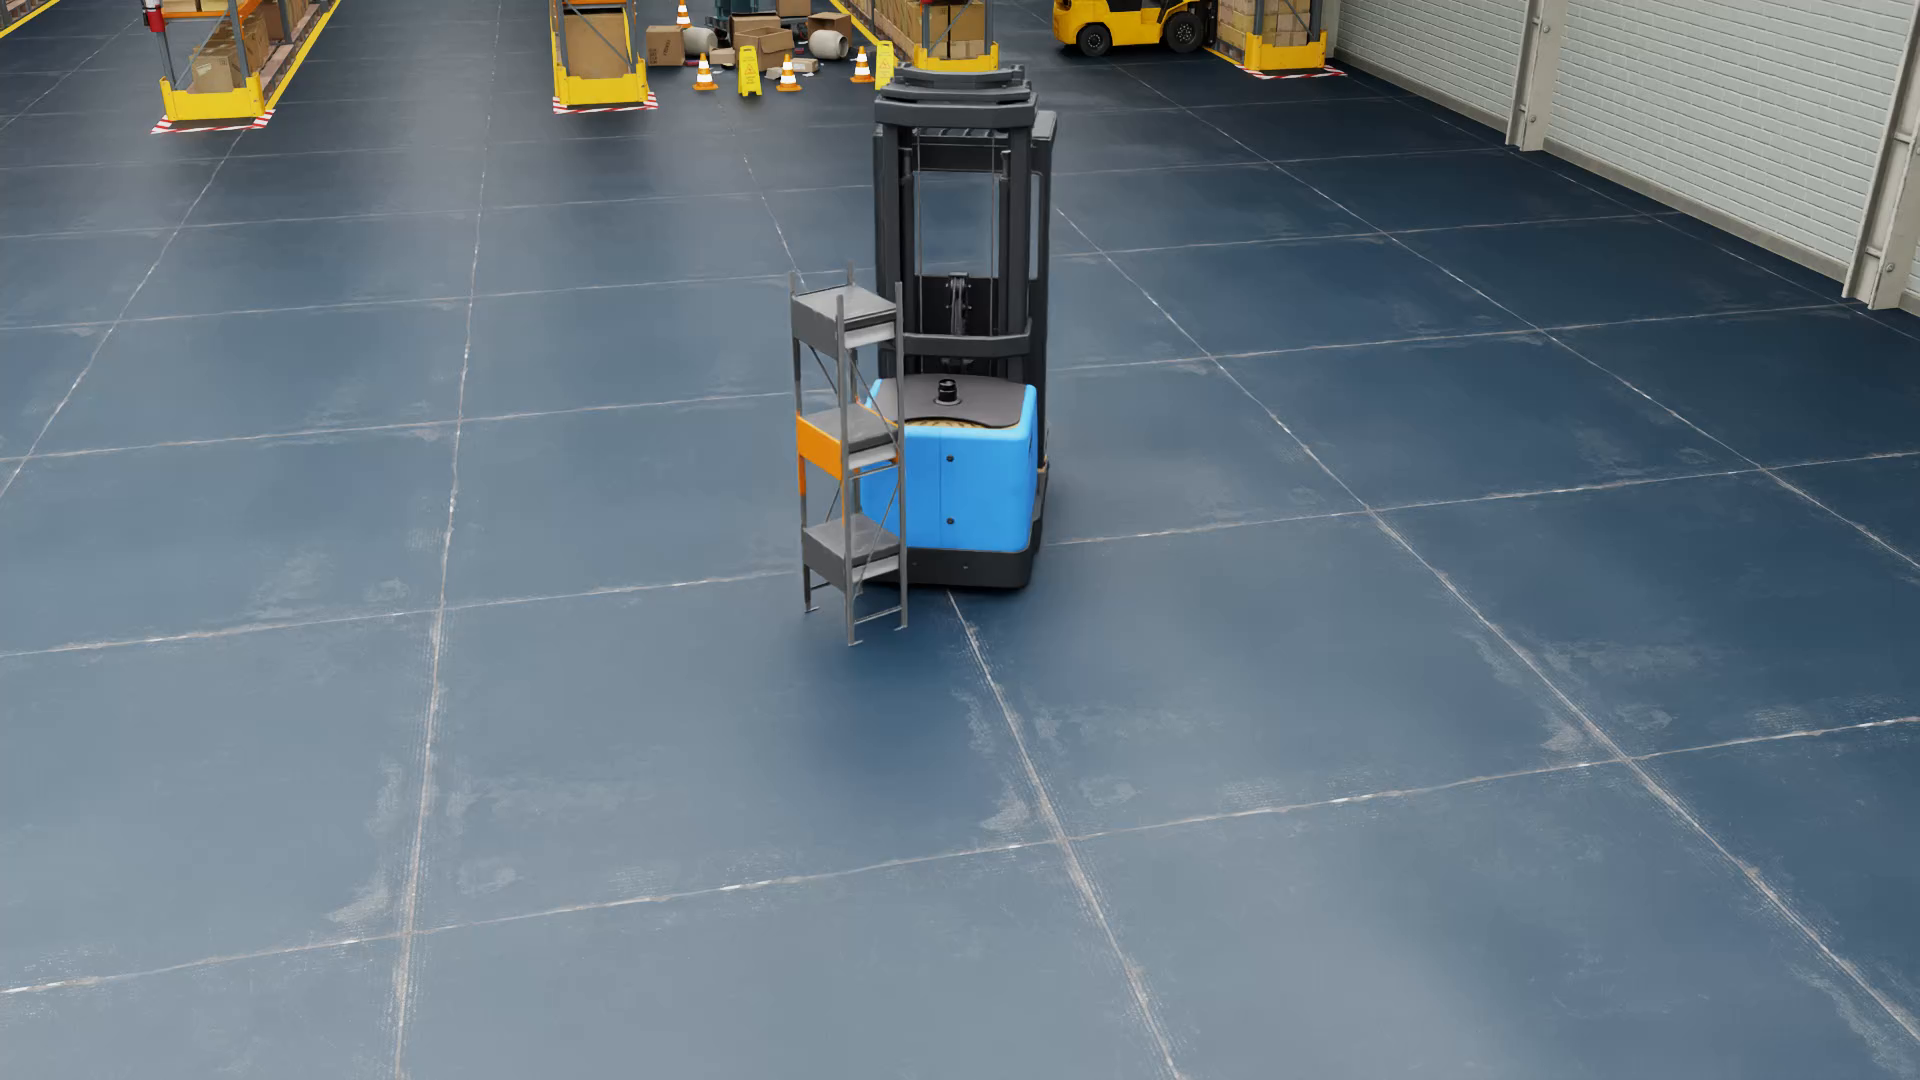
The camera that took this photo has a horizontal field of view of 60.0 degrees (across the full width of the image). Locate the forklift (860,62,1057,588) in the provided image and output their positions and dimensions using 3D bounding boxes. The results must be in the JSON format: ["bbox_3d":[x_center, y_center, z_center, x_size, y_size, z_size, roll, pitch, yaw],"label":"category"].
[{"bbox_3d":[0.038,-1.654,10.773,1.130,2.935,3.031,3,27,5],"label":"forklift"}]

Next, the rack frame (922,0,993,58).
[{"bbox_3d":[-0.036,-7.858,22.989,1.000,3.000,0.127,-6,27,-12],"label":"rack frame"}]

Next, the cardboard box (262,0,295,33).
[{"bbox_3d":[-10.799,-8.171,25.896,0.700,0.500,0.500,-6,27,-12],"label":"cardboard box"}]

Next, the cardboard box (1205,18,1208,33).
[{"bbox_3d":[4.040,-8.163,26.180,0.500,0.250,0.500,-5,27,-10],"label":"cardboard box"}]

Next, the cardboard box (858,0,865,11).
[{"bbox_3d":[-1.224,-9.174,28.046,0.950,0.372,0.625,-4,27,-8],"label":"cardboard box"}]

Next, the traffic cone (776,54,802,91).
[{"bbox_3d":[-2.395,-6.521,23.156,0.336,0.463,0.334,-6,27,-12],"label":"traffic cone"}]

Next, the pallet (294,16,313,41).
[{"bbox_3d":[-11.048,-8.241,26.843,1.003,0.211,1.213,-6,27,-12],"label":"pallet"}]

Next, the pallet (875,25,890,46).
[{"bbox_3d":[-0.752,-8.078,26.520,1.003,0.211,1.213,-6,27,-12],"label":"pallet"}]

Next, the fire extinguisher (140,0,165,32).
[{"bbox_3d":[-10.114,-6.720,20.821,0.296,0.674,0.183,-6,27,-12],"label":"fire extinguisher"}]

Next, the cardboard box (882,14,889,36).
[{"bbox_3d":[-0.936,-8.054,25.964,0.500,0.250,0.500,-4,27,-9],"label":"cardboard box"}]

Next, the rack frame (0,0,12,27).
[{"bbox_3d":[-16.320,-9.861,26.957,1.000,3.000,0.127,-6,27,-12],"label":"rack frame"}]

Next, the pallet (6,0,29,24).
[{"bbox_3d":[-16.538,-8.958,28.263,1.003,0.211,1.213,-6,27,-12],"label":"pallet"}]

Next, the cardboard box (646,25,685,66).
[{"bbox_3d":[-4.388,-7.375,24.804,0.500,0.500,0.500,-1,27,-3],"label":"cardboard box"}]

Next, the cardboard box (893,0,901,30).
[{"bbox_3d":[-0.699,-7.929,24.883,0.500,0.500,0.500,-7,28,-13],"label":"cardboard box"}]

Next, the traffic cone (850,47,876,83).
[{"bbox_3d":[-1.390,-6.783,23.675,0.336,0.463,0.334,-6,27,-12],"label":"traffic cone"}]

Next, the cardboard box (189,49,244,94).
[{"bbox_3d":[-9.816,-6.199,22.011,0.500,0.500,0.500,-1,27,-2],"label":"cardboard box"}]

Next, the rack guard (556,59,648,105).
[{"bbox_3d":[-4.831,-6.184,22.448,1.175,0.500,0.348,-6,27,-12],"label":"rack guard"}]

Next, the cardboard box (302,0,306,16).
[{"bbox_3d":[-11.186,-8.910,27.359,0.700,0.500,0.500,-8,28,-16],"label":"cardboard box"}]

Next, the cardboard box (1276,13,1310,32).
[{"bbox_3d":[4.895,-7.774,24.854,0.500,0.250,0.500,-5,27,-11],"label":"cardboard box"}]

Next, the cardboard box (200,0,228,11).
[{"bbox_3d":[-9.523,-6.889,21.348,0.380,0.149,0.250,-6,27,-12],"label":"cardboard box"}]

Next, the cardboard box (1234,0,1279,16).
[{"bbox_3d":[4.391,-7.940,24.629,0.500,0.250,0.500,-5,27,-10],"label":"cardboard box"}]

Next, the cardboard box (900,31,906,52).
[{"bbox_3d":[-0.589,-7.374,24.615,0.500,0.250,0.500,-6,27,-11],"label":"cardboard box"}]

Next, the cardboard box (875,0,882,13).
[{"bbox_3d":[-1.068,-8.622,26.257,0.500,0.500,0.500,-5,27,-9],"label":"cardboard box"}]

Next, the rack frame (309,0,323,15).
[{"bbox_3d":[-11.494,-10.364,27.954,1.000,3.000,0.127,-6,27,-12],"label":"rack frame"}]

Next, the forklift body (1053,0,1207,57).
[{"bbox_3d":[2.594,-8.632,25.465,2.313,2.155,1.214,-6,27,-12],"label":"forklift body"}]

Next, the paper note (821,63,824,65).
[{"bbox_3d":[-2.056,-7.099,24.804,0.032,0.001,0.123,-6,27,-12],"label":"paper note"}]

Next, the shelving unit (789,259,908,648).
[{"bbox_3d":[-0.614,-0.465,9.341,0.431,2.100,0.503,-18,32,-31],"label":"shelving unit"}]

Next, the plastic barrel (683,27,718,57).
[{"bbox_3d":[-3.987,-7.574,25.287,0.512,0.421,0.421,13,30,24],"label":"plastic barrel"}]

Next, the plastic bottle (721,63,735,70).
[{"bbox_3d":[-3.436,-6.993,24.537,0.133,0.061,0.283,-16,31,-29],"label":"plastic bottle"}]

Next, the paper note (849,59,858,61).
[{"bbox_3d":[-1.572,-7.256,25.092,0.142,0.019,0.148,-16,31,-29],"label":"paper note"}]

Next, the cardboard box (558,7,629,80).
[{"bbox_3d":[-5.053,-6.841,22.866,0.875,0.875,0.875,-6,27,-11],"label":"cardboard box"}]

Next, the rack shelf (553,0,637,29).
[{"bbox_3d":[-5.287,-7.868,23.807,1.077,0.370,4.000,-6,27,-12],"label":"rack shelf"}]

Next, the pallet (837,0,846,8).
[{"bbox_3d":[-1.664,-9.782,29.896,1.003,0.211,1.213,-6,27,-12],"label":"pallet"}]

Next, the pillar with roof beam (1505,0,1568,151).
[{"bbox_3d":[2.678,-8.368,17.342,9.100,9.000,0.400,-6,27,-12],"label":"pillar with roof beam"}]

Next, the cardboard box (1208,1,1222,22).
[{"bbox_3d":[4.145,-8.174,25.647,0.500,0.250,0.500,-7,28,-13],"label":"cardboard box"}]

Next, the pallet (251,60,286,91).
[{"bbox_3d":[-10.128,-6.535,23.463,1.003,0.211,1.213,-6,27,-12],"label":"pallet"}]

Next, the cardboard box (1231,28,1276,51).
[{"bbox_3d":[4.385,-7.498,24.861,0.500,0.250,0.500,-6,27,-11],"label":"cardboard box"}]

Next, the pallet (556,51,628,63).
[{"bbox_3d":[-5.364,-6.944,24.273,1.003,0.211,1.213,-6,27,-12],"label":"pallet"}]

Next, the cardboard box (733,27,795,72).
[{"bbox_3d":[-2.899,-7.257,24.570,0.637,0.503,0.797,19,32,32],"label":"cardboard box"}]

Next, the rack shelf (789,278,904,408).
[{"bbox_3d":[-0.613,-1.078,9.032,0.431,0.518,0.480,-18,32,-31],"label":"rack shelf"}]

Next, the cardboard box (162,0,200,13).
[{"bbox_3d":[-9.957,-6.844,21.259,0.380,0.149,0.250,-6,27,-12],"label":"cardboard box"}]

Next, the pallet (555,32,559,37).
[{"bbox_3d":[-5.985,-8.153,26.669,1.003,0.211,1.213,-6,27,-12],"label":"pallet"}]

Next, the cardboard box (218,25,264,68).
[{"bbox_3d":[-10.189,-6.984,23.566,0.500,0.500,0.500,-8,28,-16],"label":"cardboard box"}]

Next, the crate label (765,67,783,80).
[{"bbox_3d":[-2.632,-6.715,23.901,0.250,0.136,0.298,-23,35,-38],"label":"crate label"}]
